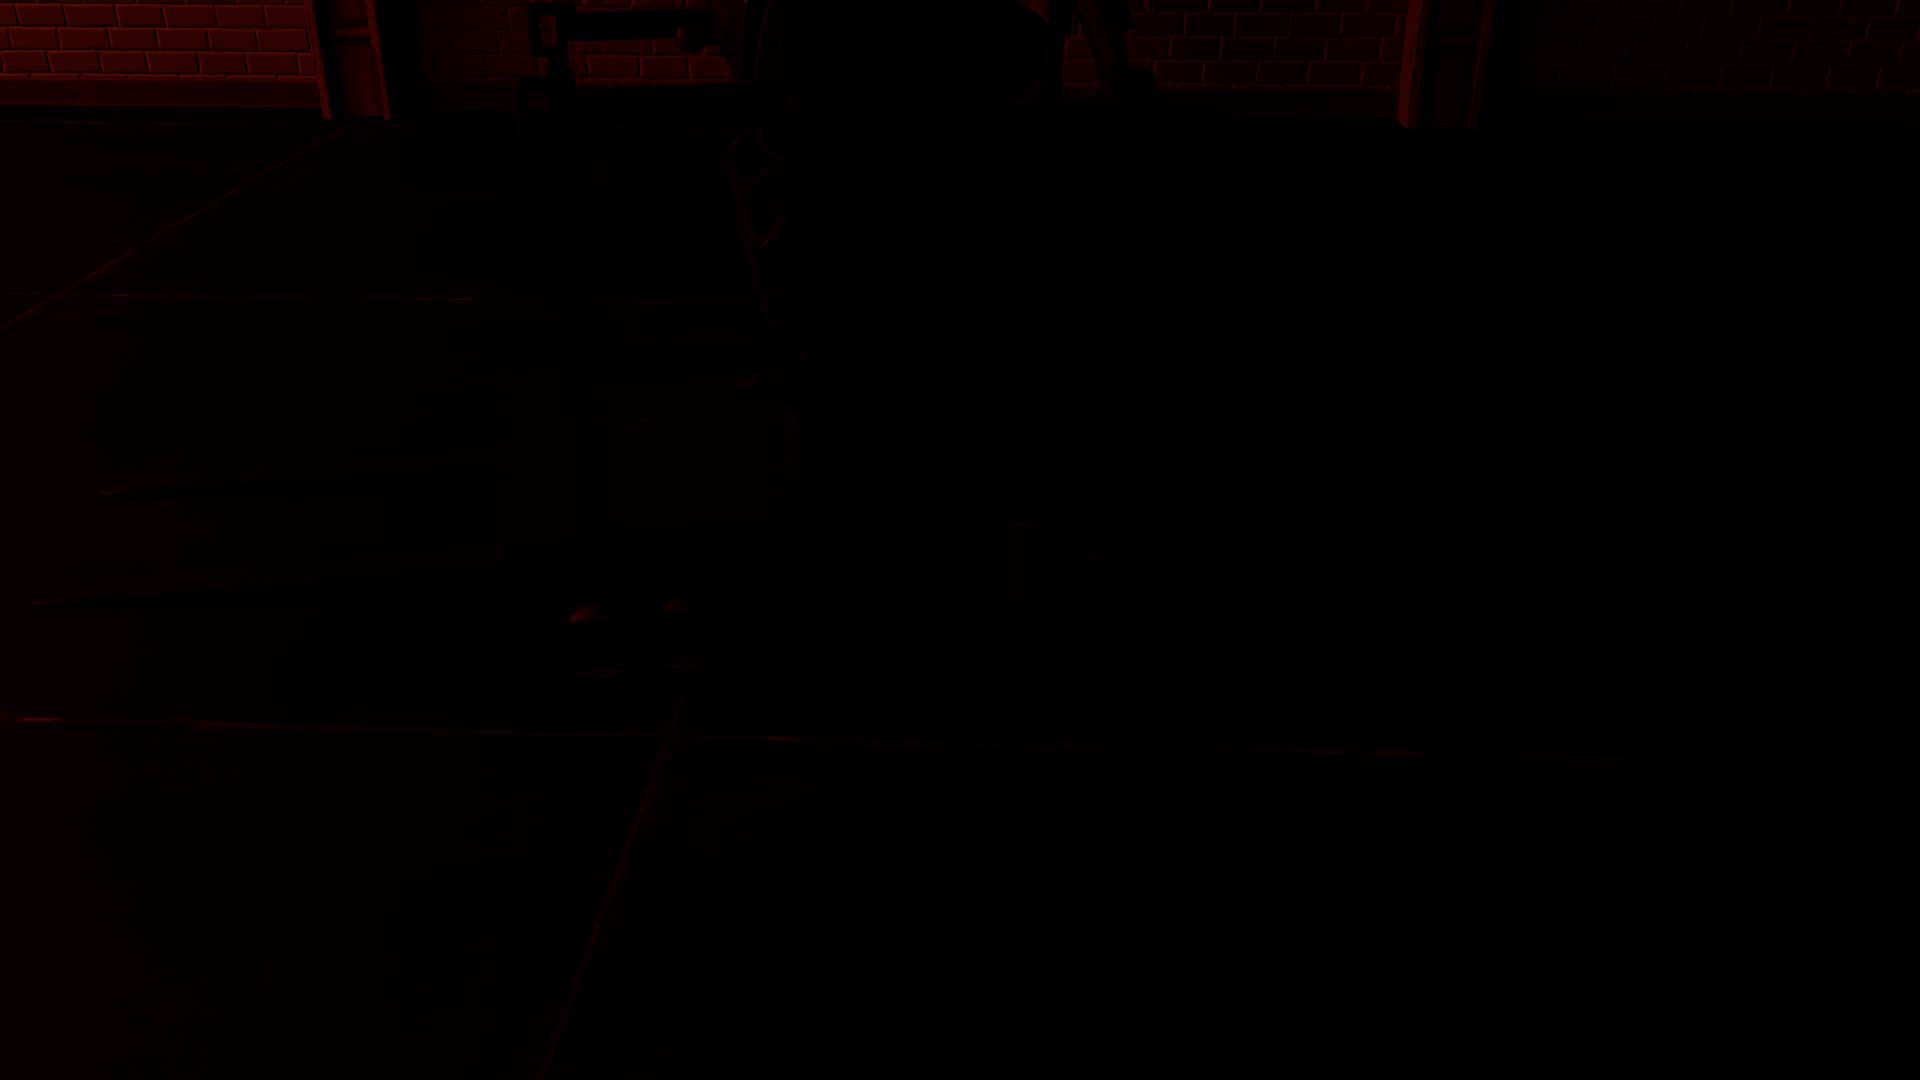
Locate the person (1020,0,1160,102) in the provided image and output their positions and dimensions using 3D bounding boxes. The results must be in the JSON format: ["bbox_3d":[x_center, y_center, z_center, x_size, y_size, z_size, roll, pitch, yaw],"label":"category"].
[{"bbox_3d":[0.556,-2.608,7.840,0.889,1.749,0.425,6,27,11],"label":"person"}]

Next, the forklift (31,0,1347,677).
[{"bbox_3d":[-0.667,-1.250,3.743,3.031,2.935,1.130,-5,27,-11],"label":"forklift"}]
